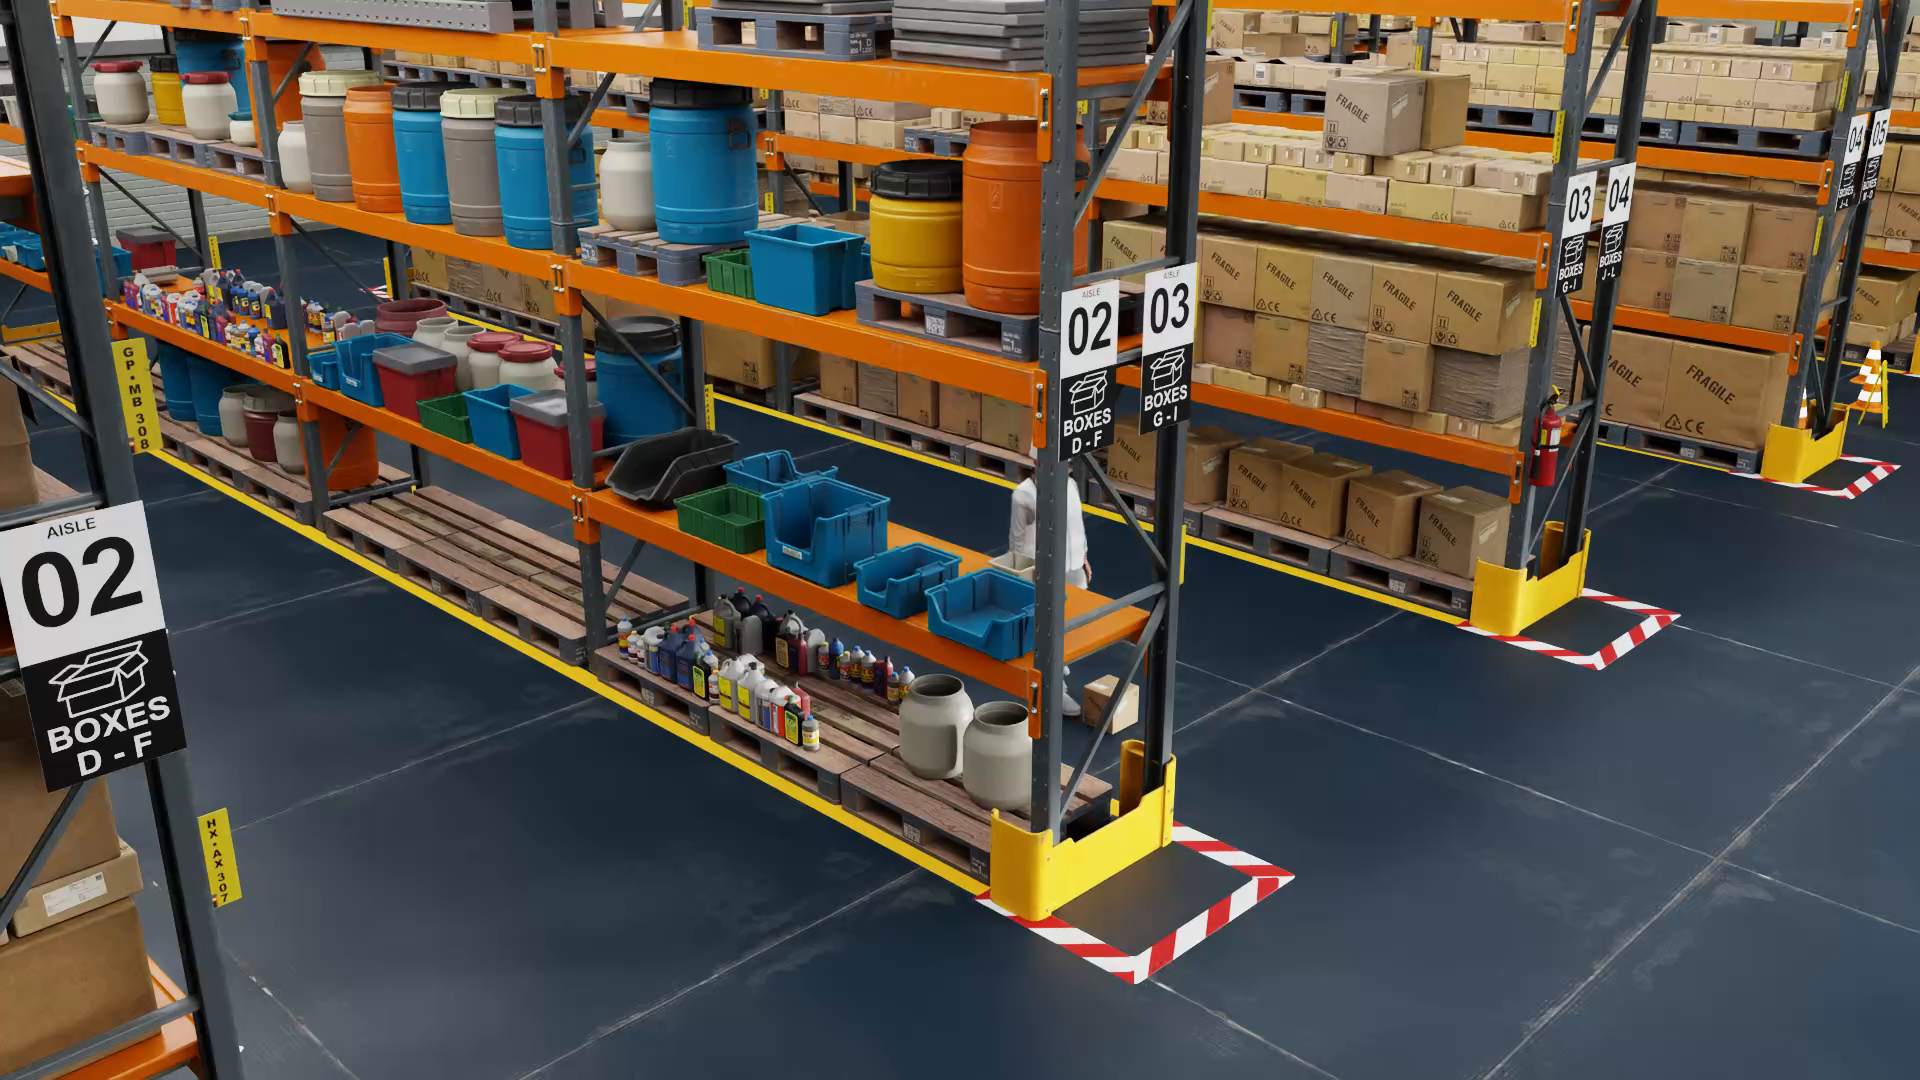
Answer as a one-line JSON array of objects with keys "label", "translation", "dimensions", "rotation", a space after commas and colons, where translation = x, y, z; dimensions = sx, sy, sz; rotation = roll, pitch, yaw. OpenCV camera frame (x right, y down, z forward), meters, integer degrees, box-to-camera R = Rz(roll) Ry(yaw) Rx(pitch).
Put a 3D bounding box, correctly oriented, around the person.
[{"label": "person", "translation": [0.611, 0.179, 10.518], "dimensions": [0.565, 1.762, 0.703], "rotation": [-17, 26, -38]}]
